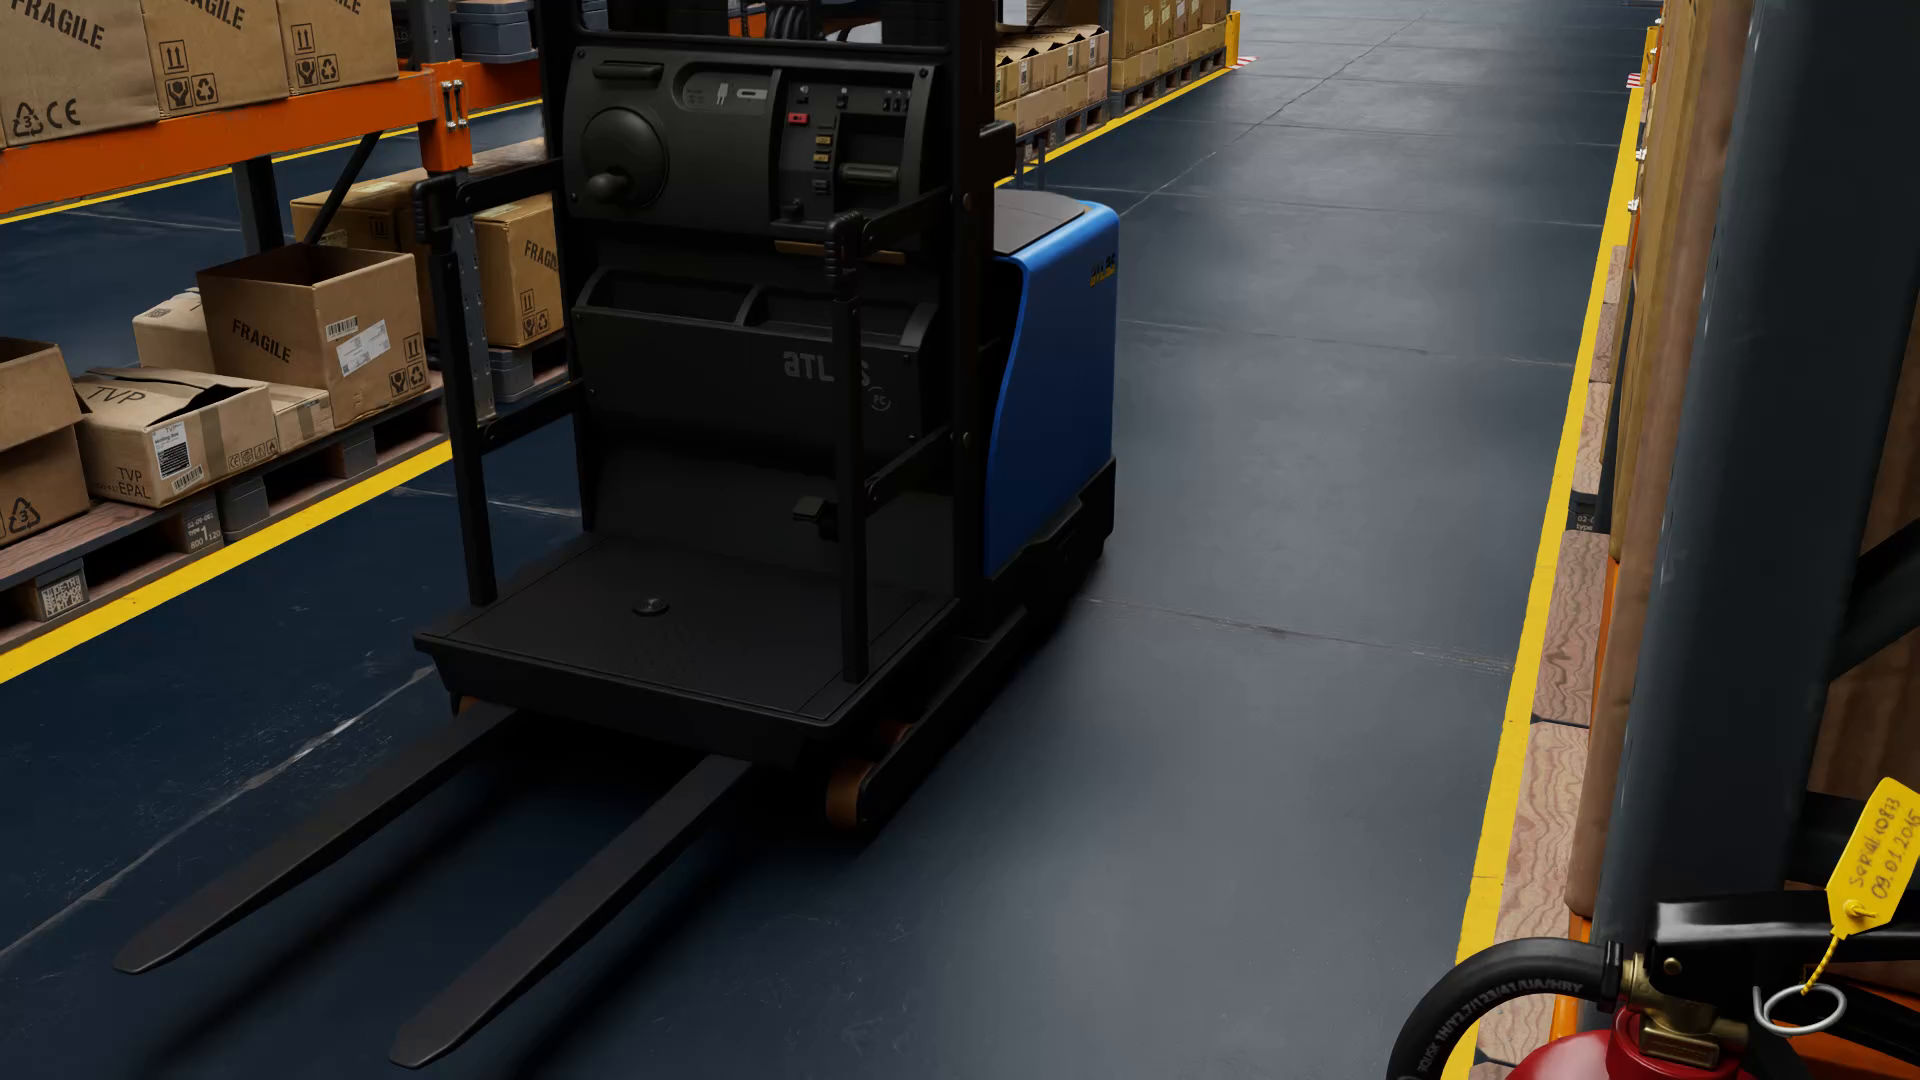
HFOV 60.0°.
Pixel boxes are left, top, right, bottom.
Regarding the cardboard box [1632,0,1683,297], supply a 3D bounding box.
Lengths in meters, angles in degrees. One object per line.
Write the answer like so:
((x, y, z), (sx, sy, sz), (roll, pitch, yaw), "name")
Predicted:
((1.581, -0.624, 2.463), (0.980, 0.700, 0.700), (8, 24, 17), "cardboard box")

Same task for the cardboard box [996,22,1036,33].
((0.321, -3.842, 12.851), (0.500, 0.311, 0.500), (9, 24, 20), "cardboard box")

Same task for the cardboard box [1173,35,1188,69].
((1.720, -4.354, 14.805), (0.500, 0.250, 0.500), (9, 24, 20), "cardboard box")

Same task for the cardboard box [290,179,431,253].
((-2.349, -1.175, 6.843), (0.500, 0.500, 0.500), (9, 24, 20), "cardboard box")

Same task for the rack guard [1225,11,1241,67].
((2.200, -5.057, 16.708), (1.175, 0.500, 0.348), (9, 24, 20), "rack guard")

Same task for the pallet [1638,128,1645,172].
((5.018, -2.497, 10.954), (1.003, 0.211, 1.213), (9, 24, 20), "pallet")

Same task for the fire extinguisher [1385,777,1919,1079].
((0.364, 0.427, 0.919), (0.296, 0.674, 0.183), (9, 24, 20), "fire extinguisher")

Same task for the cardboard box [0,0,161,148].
((-2.592, -1.369, 4.506), (0.500, 0.500, 0.500), (9, 24, 21), "cardboard box")

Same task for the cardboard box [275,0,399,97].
((-2.214, -1.738, 5.390), (0.500, 0.500, 0.500), (9, 24, 21), "cardboard box")

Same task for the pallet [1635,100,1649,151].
((5.523, -3.021, 12.209), (1.003, 0.211, 1.213), (9, 24, 20), "pallet")

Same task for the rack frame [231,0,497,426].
((-2.266, -1.908, 5.925), (1.000, 3.000, 0.127), (9, 24, 20), "rack frame")

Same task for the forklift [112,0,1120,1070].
((-0.575, -0.890, 3.578), (1.130, 2.935, 3.031), (9, 24, 21), "forklift")

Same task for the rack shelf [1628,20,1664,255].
((3.077, -1.583, 6.082), (1.077, 0.370, 4.000), (9, 24, 20), "rack shelf")

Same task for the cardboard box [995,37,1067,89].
((0.446, -3.403, 11.800), (0.500, 0.311, 0.500), (9, 24, 20), "cardboard box")

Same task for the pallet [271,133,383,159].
((-5.054, -3.034, 12.241), (1.003, 0.211, 1.213), (9, 24, 20), "pallet")

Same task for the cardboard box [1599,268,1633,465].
((2.455, -0.653, 5.165), (0.750, 0.750, 0.750), (9, 24, 21), "cardboard box")

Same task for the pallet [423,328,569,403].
((-1.999, -0.917, 7.172), (1.003, 0.211, 1.213), (9, 24, 20), "pallet")

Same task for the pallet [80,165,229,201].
((-5.632, -2.475, 10.901), (1.003, 0.211, 1.213), (9, 24, 20), "pallet")

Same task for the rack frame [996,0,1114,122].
((0.705, -4.770, 12.779), (1.000, 3.000, 0.127), (9, 24, 20), "rack frame")

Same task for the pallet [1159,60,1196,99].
((1.491, -4.200, 15.032), (1.003, 0.211, 1.213), (9, 24, 20), "pallet")

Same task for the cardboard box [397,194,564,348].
((-1.860, -1.095, 6.653), (0.500, 0.500, 0.500), (8, 24, 18), "cardboard box")

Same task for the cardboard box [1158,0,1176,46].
((1.540, -4.520, 14.230), (0.500, 0.500, 0.500), (9, 24, 20), "cardboard box")

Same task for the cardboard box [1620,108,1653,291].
((3.094, -1.276, 6.657), (0.750, 0.750, 0.750), (9, 24, 20), "cardboard box")

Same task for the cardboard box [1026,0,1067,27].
((0.871, -4.416, 13.980), (0.500, 0.500, 0.500), (9, 24, 20), "cardboard box")

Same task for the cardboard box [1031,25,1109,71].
((0.821, -3.768, 12.674), (0.500, 0.311, 0.500), (9, 24, 20), "cardboard box")

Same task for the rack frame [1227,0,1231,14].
((2.191, -6.202, 16.206), (1.000, 3.000, 0.127), (9, 24, 20), "rack frame")

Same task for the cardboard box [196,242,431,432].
((-2.214, -0.713, 5.737), (0.500, 0.500, 0.500), (9, 24, 20), "cardboard box")

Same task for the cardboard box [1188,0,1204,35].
((1.911, -4.878, 15.087), (0.500, 0.500, 0.500), (9, 24, 20), "cardboard box")

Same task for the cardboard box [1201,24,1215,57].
((2.092, -4.712, 15.661), (0.500, 0.250, 0.500), (9, 24, 20), "cardboard box")

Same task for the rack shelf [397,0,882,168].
((-1.523, -2.291, 7.777), (1.077, 0.370, 4.000), (9, 24, 20), "rack shelf")

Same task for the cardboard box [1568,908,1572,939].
((1.388, 0.567, 2.698), (0.700, 0.500, 0.500), (8, 24, 18), "cardboard box")

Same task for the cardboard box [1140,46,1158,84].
((1.350, -3.996, 13.948), (0.500, 0.250, 0.500), (9, 24, 20), "cardboard box")

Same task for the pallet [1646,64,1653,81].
((6.429, -3.894, 14.299), (1.003, 0.211, 1.213), (9, 24, 20), "pallet")

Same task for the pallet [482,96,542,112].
((-4.148, -3.908, 14.331), (1.003, 0.211, 1.213), (9, 24, 20), "pallet")

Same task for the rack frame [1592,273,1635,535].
((2.335, -1.200, 4.230), (1.000, 3.000, 0.127), (9, 24, 20), "rack frame")

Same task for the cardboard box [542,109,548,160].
((-1.489, -1.799, 7.365), (0.500, 0.250, 0.500), (9, 24, 20), "cardboard box")

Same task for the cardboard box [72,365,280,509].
((-2.493, -0.357, 5.131), (0.500, 0.311, 0.500), (9, 24, 20), "cardboard box")

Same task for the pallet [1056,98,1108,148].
((0.468, -3.214, 12.672), (1.003, 0.211, 1.213), (9, 24, 20), "pallet")

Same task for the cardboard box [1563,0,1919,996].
((1.029, -0.091, 1.186), (0.980, 0.700, 0.700), (10, 25, 22), "cardboard box")

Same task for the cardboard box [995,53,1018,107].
((0.066, -3.039, 10.930), (0.500, 0.311, 0.500), (8, 24, 19), "cardboard box")

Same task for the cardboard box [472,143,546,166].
((-1.971, -1.530, 7.693), (0.500, 0.500, 0.500), (9, 24, 21), "cardboard box")

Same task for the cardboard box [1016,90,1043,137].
((0.251, -2.960, 11.466), (0.500, 0.250, 0.500), (9, 24, 21), "cardboard box")

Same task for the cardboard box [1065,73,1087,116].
((0.631, -3.325, 12.340), (0.500, 0.250, 0.500), (8, 24, 19), "cardboard box")

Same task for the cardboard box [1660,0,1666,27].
((3.204, -2.268, 7.088), (0.380, 0.149, 0.250), (10, 25, 22), "cardboard box")

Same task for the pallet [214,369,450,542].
((-2.522, -0.375, 5.874), (1.003, 0.211, 1.213), (9, 24, 20), "pallet")

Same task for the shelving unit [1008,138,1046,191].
((0.113, -0.655, 5.260), (0.258, 1.200, 0.189), (9, 24, 21), "shelving unit")

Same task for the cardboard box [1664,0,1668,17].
((2.828, -2.136, 5.929), (0.500, 0.500, 0.500), (9, 24, 22), "cardboard box")

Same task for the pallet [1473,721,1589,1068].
((1.528, 0.786, 3.094), (1.003, 0.211, 1.213), (9, 24, 20), "pallet")

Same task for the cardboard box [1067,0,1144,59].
((1.168, -4.163, 13.373), (0.500, 0.500, 0.500), (9, 24, 20), "cardboard box")

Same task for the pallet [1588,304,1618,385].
((3.003, -0.638, 6.503), (1.003, 0.211, 1.213), (9, 24, 20), "pallet")

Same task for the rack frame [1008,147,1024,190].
((0.077, -0.622, 5.183), (0.240, 1.200, 0.006), (9, 24, 21), "rack frame")

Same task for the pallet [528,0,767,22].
((-1.498, -2.554, 7.721), (1.003, 0.211, 1.213), (9, 24, 20), "pallet")
